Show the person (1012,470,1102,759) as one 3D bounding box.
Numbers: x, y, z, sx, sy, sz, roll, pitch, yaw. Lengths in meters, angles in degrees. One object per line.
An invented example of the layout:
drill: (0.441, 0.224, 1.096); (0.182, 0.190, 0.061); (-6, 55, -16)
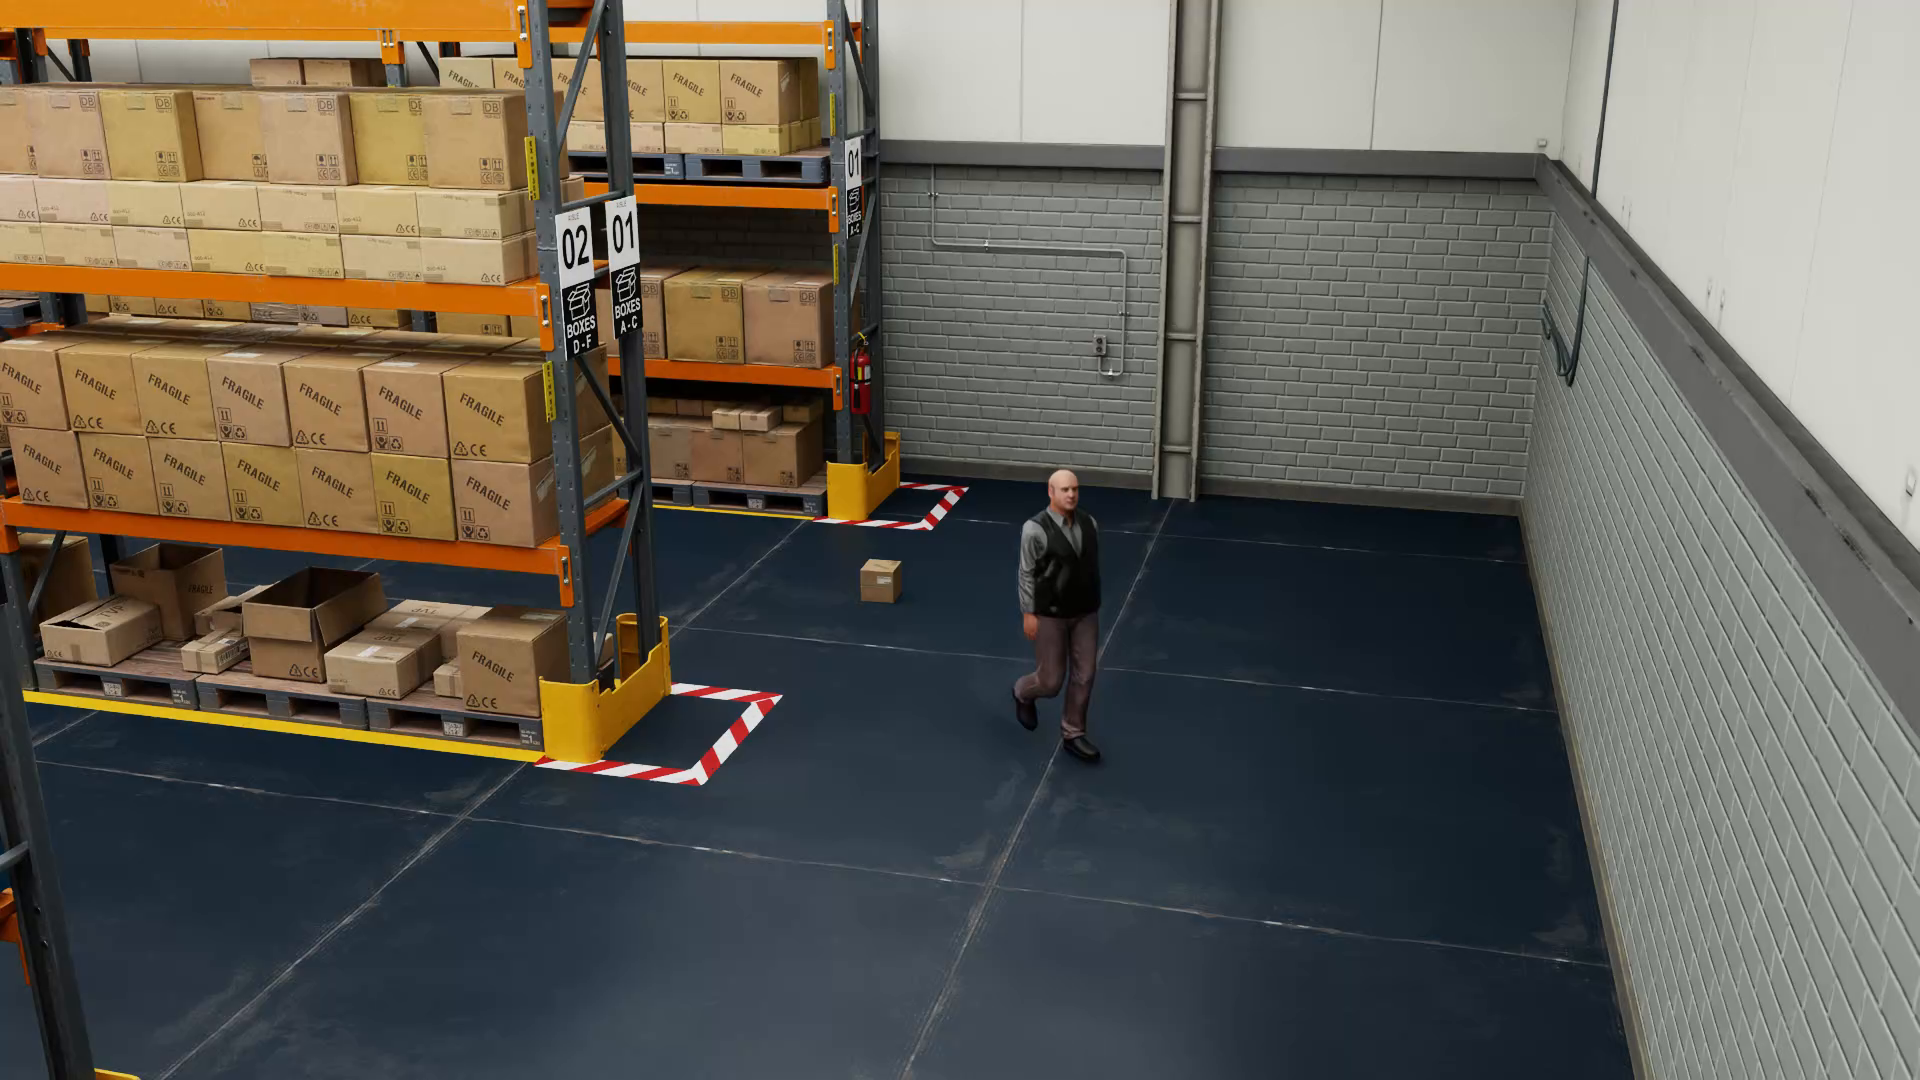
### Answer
person: (0.586, 0.420, 9.765); (0.541, 1.705, 0.658); (-10, 21, -27)
